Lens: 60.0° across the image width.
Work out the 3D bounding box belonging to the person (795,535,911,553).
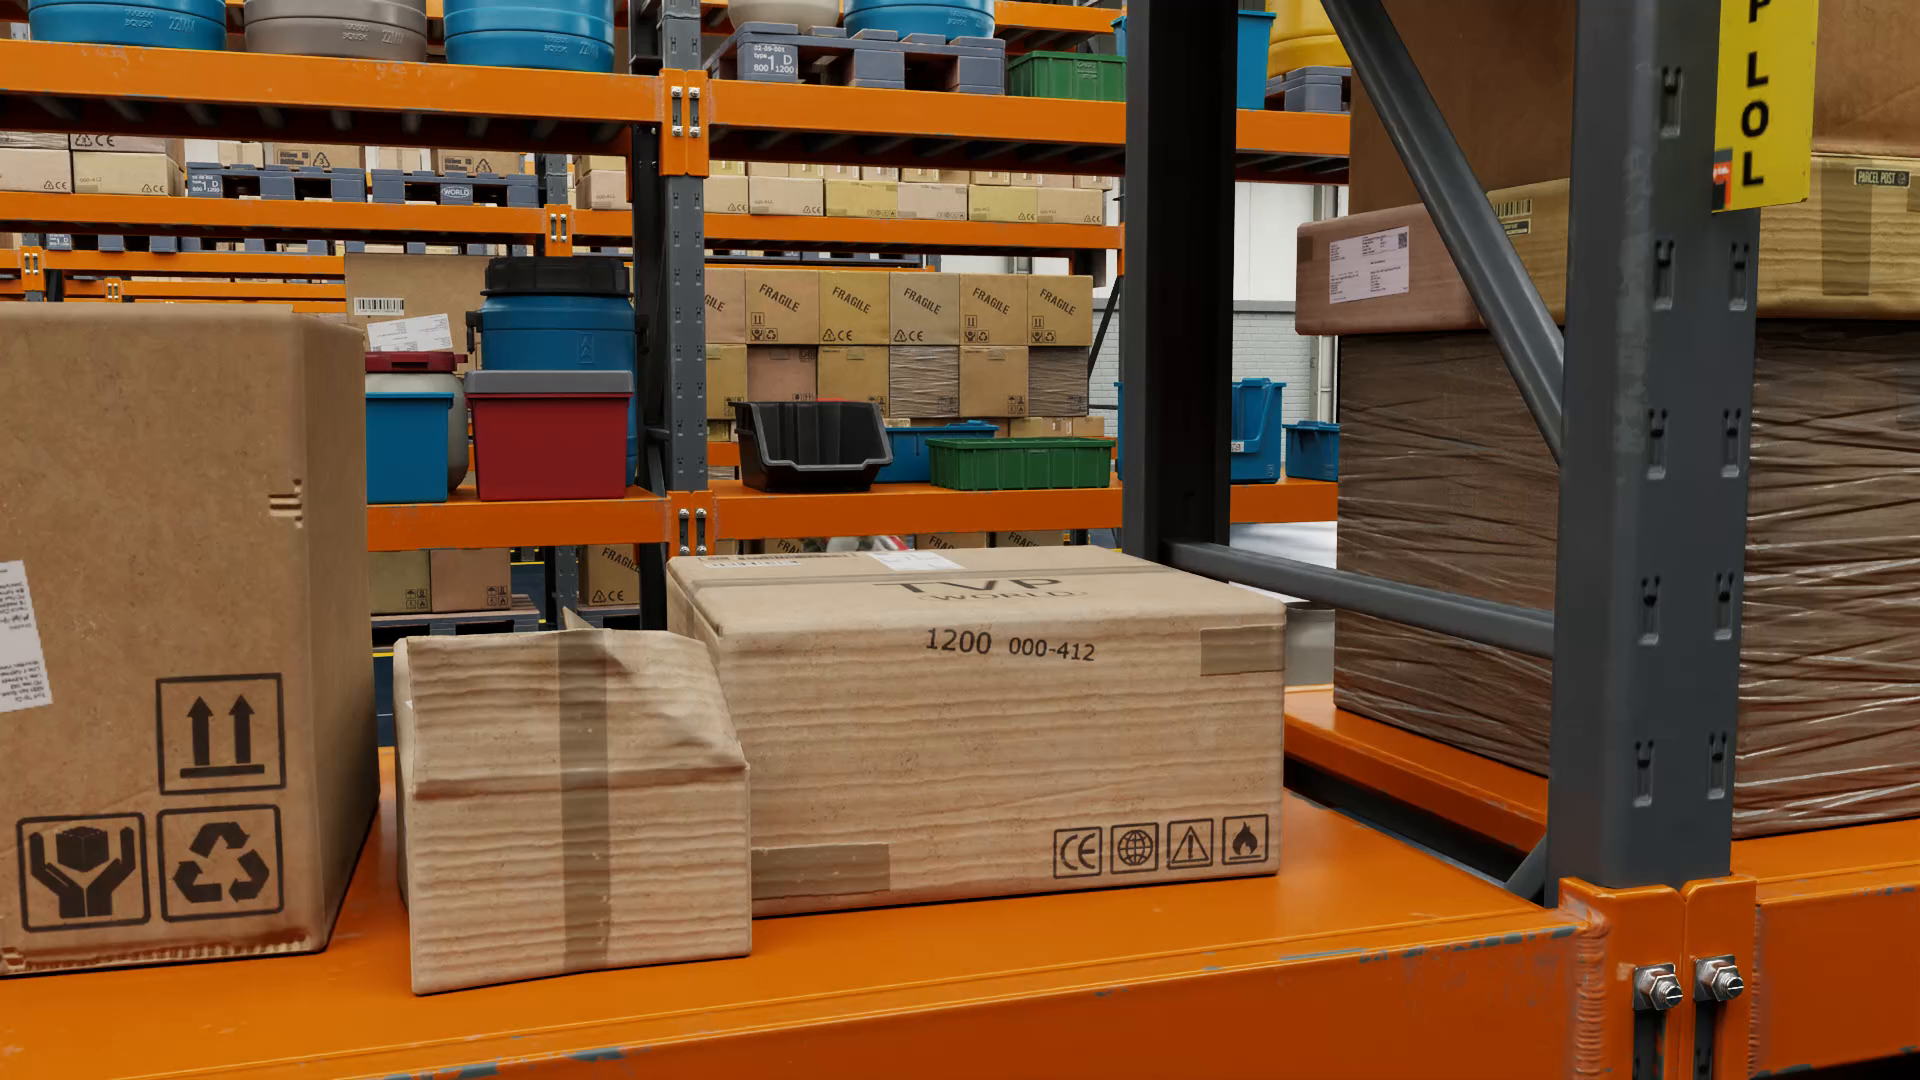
[{"bbox_3d":[-0.605,0.285,8.906,0.852,1.172,0.580,-2,6,-19],"label":"person"}]
